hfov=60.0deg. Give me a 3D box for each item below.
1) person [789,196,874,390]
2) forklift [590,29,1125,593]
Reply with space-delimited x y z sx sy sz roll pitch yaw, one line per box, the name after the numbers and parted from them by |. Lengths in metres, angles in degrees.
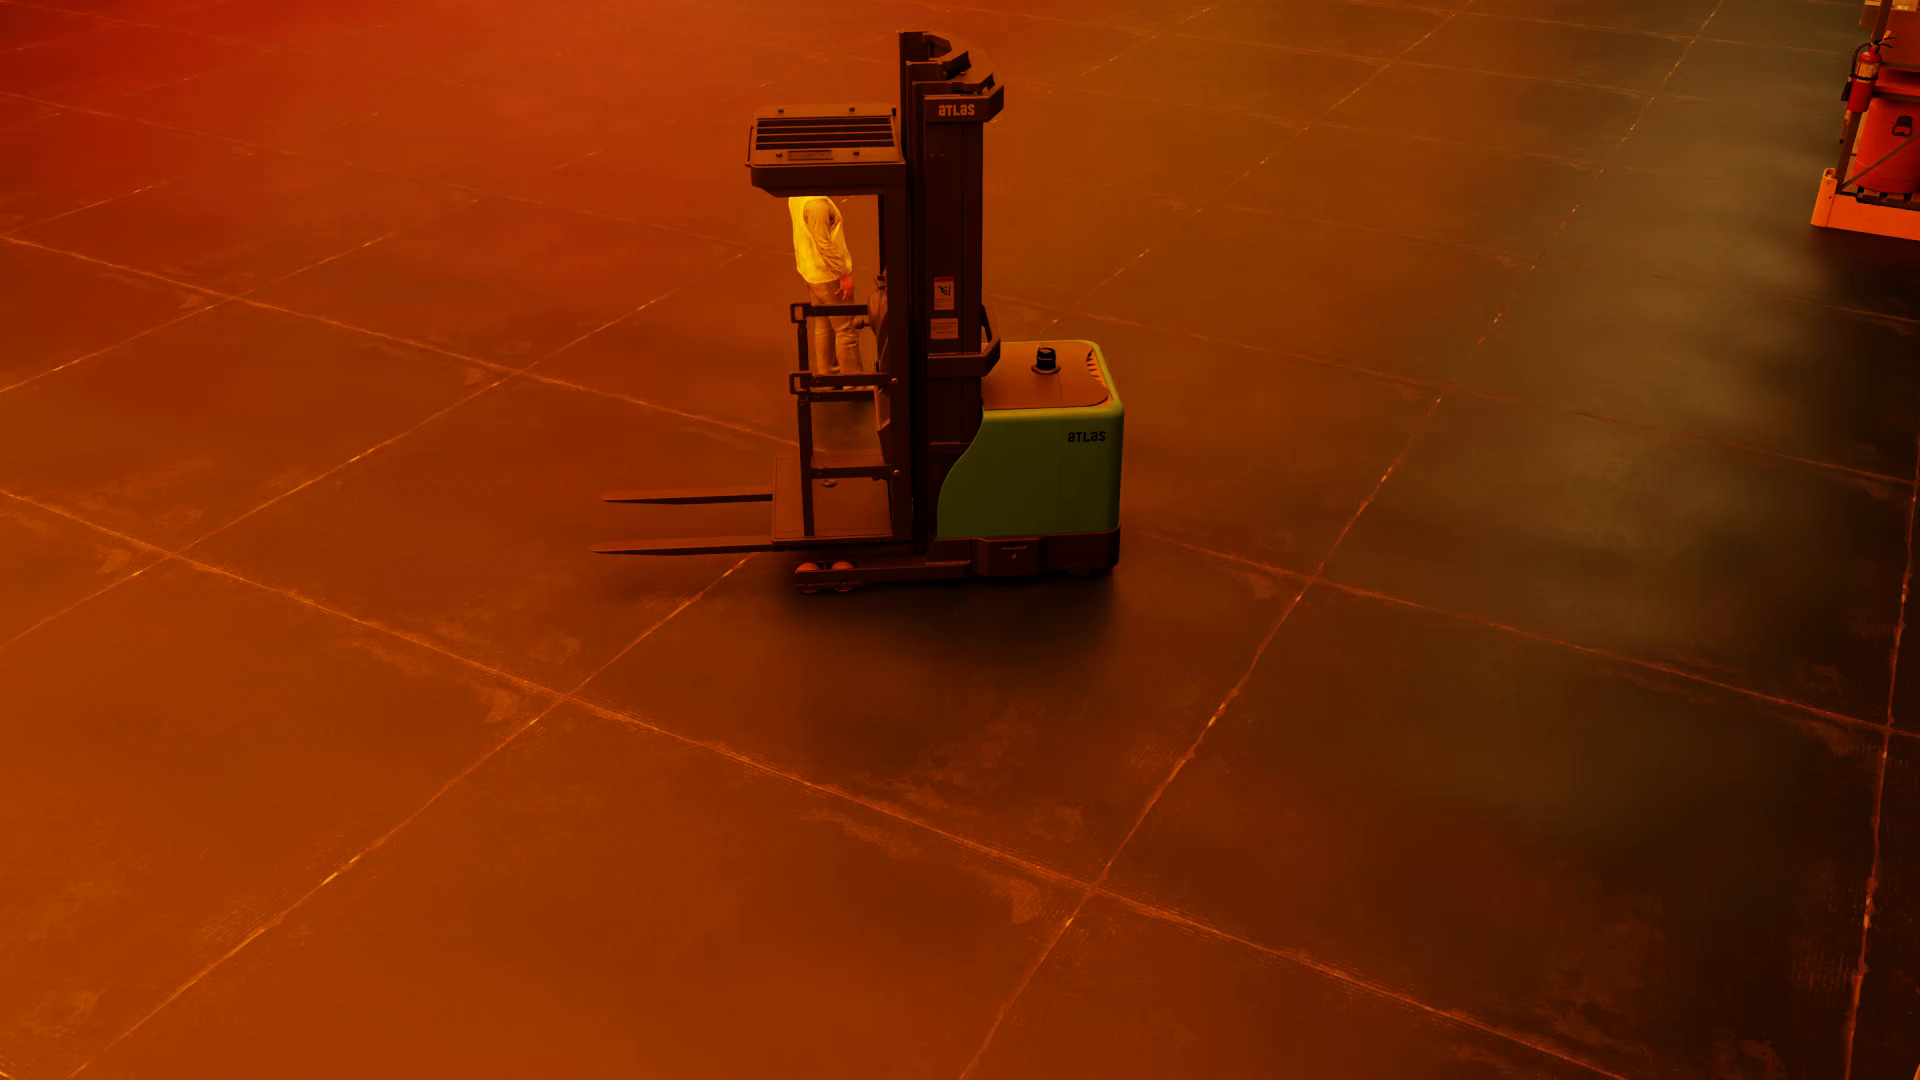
-0.853 -1.858 11.433 0.570 1.773 0.630 -12 32 -20 | person
-0.623 -1.244 9.226 3.031 2.935 1.130 -2 30 -4 | forklift
